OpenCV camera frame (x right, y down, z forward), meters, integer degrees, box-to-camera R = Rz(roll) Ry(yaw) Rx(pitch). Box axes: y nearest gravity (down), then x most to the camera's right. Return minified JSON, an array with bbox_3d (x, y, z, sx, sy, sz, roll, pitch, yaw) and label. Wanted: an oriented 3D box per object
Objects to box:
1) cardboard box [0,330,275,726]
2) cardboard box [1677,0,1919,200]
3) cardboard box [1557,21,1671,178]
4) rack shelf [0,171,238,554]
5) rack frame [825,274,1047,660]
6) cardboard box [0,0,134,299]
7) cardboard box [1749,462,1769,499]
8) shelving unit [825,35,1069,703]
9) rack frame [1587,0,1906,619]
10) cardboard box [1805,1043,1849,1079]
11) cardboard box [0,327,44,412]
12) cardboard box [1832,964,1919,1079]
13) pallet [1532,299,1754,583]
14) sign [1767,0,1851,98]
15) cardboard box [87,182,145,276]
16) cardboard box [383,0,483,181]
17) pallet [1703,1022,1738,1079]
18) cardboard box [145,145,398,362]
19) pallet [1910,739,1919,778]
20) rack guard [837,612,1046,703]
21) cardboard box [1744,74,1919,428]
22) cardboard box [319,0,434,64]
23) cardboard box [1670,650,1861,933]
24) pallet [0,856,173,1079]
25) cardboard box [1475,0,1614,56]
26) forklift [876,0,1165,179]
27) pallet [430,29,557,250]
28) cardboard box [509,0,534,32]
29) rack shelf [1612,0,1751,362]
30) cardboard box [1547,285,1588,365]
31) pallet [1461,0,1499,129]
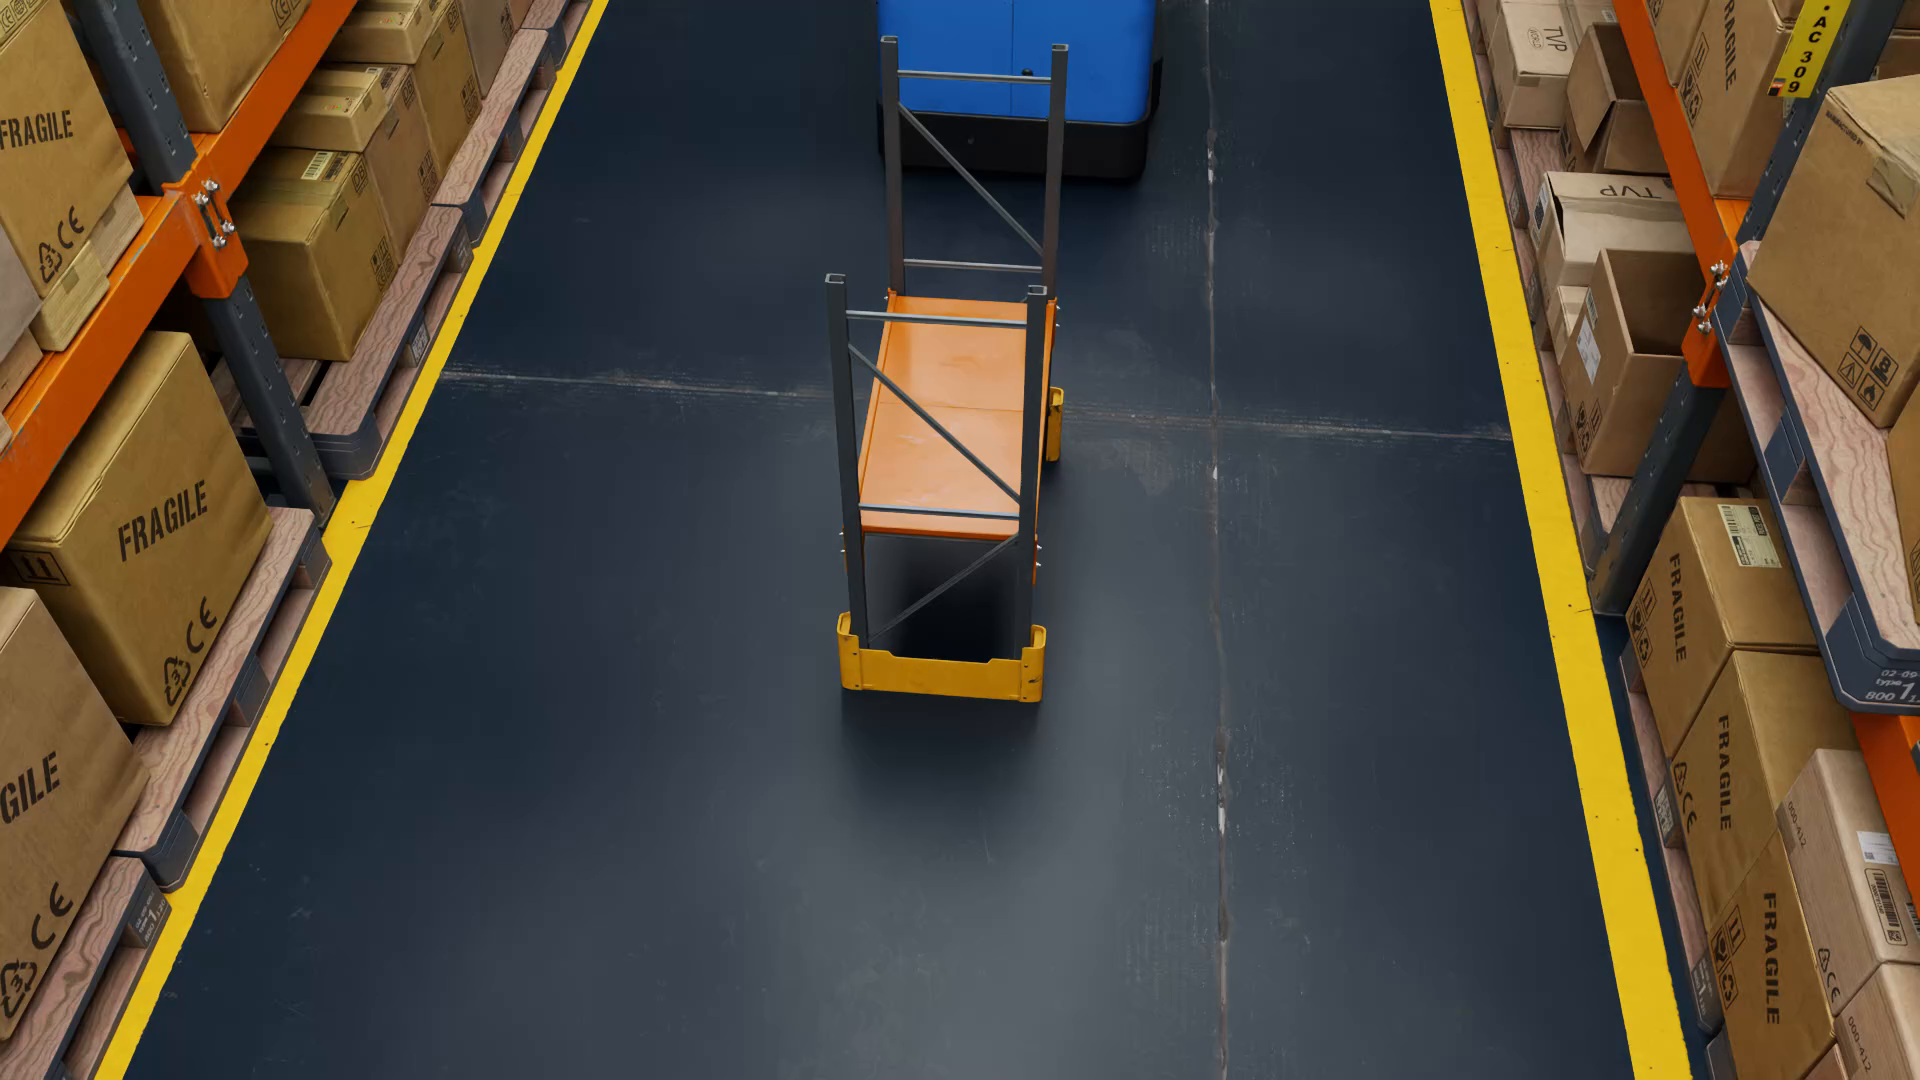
[{"bbox_3d":[-2.441,-0.053,4.438,0.750,0.750,0.750,4,48,4],"label":"cardboard box"},{"bbox_3d":[2.212,-1.211,4.257,0.500,0.500,0.500,5,48,4],"label":"cardboard box"},{"bbox_3d":[2.588,-1.480,5.964,0.797,0.503,0.637,4,48,4],"label":"cardboard box"},{"bbox_3d":[-2.693,0.589,3.166,1.077,0.370,4.000,4,48,4],"label":"rack shelf"},{"bbox_3d":[-0.054,-0.070,4.298,0.500,1.500,0.032,4,48,4],"label":"rack frame"},{"bbox_3d":[-2.302,-0.908,3.765,0.500,0.500,0.500,3,48,3],"label":"cardboard box"},{"bbox_3d":[2.676,-0.328,5.041,0.500,0.311,0.500,4,48,4],"label":"cardboard box"},{"bbox_3d":[-0.007,-0.450,4.645,0.587,1.500,1.083,4,48,4],"label":"shelving unit"},{"bbox_3d":[2.422,-0.793,3.943,1.000,3.000,0.127,4,48,4],"label":"rack frame"},{"bbox_3d":[1.998,1.372,3.358,0.500,0.500,0.500,2,48,2],"label":"cardboard box"},{"bbox_3d":[-2.328,-0.404,3.743,0.380,0.149,0.250,5,48,5],"label":"cardboard box"},{"bbox_3d":[1.999,1.092,3.106,0.500,0.250,0.500,3,48,3],"label":"cardboard box"},{"bbox_3d":[2.486,-0.356,5.433,1.003,0.211,1.213,4,48,4],"label":"pallet"},{"bbox_3d":[1.881,-1.116,3.651,0.100,0.325,0.005,4,48,4],"label":"sign"},{"bbox_3d":[-2.260,-0.778,4.085,0.380,0.149,0.250,4,48,4],"label":"cardboard box"},{"bbox_3d":[-2.243,-1.710,6.191,0.700,0.500,0.500,5,48,4],"label":"cardboard box"},{"bbox_3d":[2.277,1.647,3.600,1.003,0.211,1.213,4,48,4],"label":"pallet"},{"bbox_3d":[-2.341,-0.964,5.508,0.700,0.500,0.500,4,48,4],"label":"cardboard box"},{"bbox_3d":[2.230,0.782,2.632,1.003,0.211,1.213,4,48,4],"label":"pallet"},{"bbox_3d":[-0.052,0.338,4.772,0.587,0.250,0.087,4,48,4],"label":"rack guard"},{"bbox_3d":[2.156,-0.635,3.446,0.700,0.500,0.500,-11,48,-10],"label":"cardboard box"},{"bbox_3d":[-2.080,-1.806,5.839,0.380,0.149,0.250,3,48,2],"label":"cardboard box"},{"bbox_3d":[2.098,0.634,4.033,0.500,0.500,0.500,4,48,4],"label":"cardboard box"},{"bbox_3d":[-2.615,1.289,3.928,1.003,0.211,1.213,4,48,4],"label":"pallet"},{"bbox_3d":[2.409,-2.205,6.799,0.500,0.250,0.500,4,48,4],"label":"cardboard box"},{"bbox_3d":[0.354,-3.482,6.449,1.130,2.935,3.031,5,48,4],"label":"forklift"},{"bbox_3d":[-2.255,-1.635,6.602,1.003,0.211,1.213,4,48,4],"label":"pallet"},{"bbox_3d":[-2.156,-2.472,6.888,0.700,0.500,0.500,4,48,3],"label":"cardboard box"},{"bbox_3d":[2.605,-2.020,5.552,1.077,0.370,4.000,4,48,4],"label":"rack shelf"},{"bbox_3d":[2.166,-0.697,5.488,0.380,0.149,0.250,4,48,4],"label":"cardboard box"},{"bbox_3d":[2.708,-2.149,7.073,1.003,0.211,1.213,4,48,4],"label":"pallet"}]
